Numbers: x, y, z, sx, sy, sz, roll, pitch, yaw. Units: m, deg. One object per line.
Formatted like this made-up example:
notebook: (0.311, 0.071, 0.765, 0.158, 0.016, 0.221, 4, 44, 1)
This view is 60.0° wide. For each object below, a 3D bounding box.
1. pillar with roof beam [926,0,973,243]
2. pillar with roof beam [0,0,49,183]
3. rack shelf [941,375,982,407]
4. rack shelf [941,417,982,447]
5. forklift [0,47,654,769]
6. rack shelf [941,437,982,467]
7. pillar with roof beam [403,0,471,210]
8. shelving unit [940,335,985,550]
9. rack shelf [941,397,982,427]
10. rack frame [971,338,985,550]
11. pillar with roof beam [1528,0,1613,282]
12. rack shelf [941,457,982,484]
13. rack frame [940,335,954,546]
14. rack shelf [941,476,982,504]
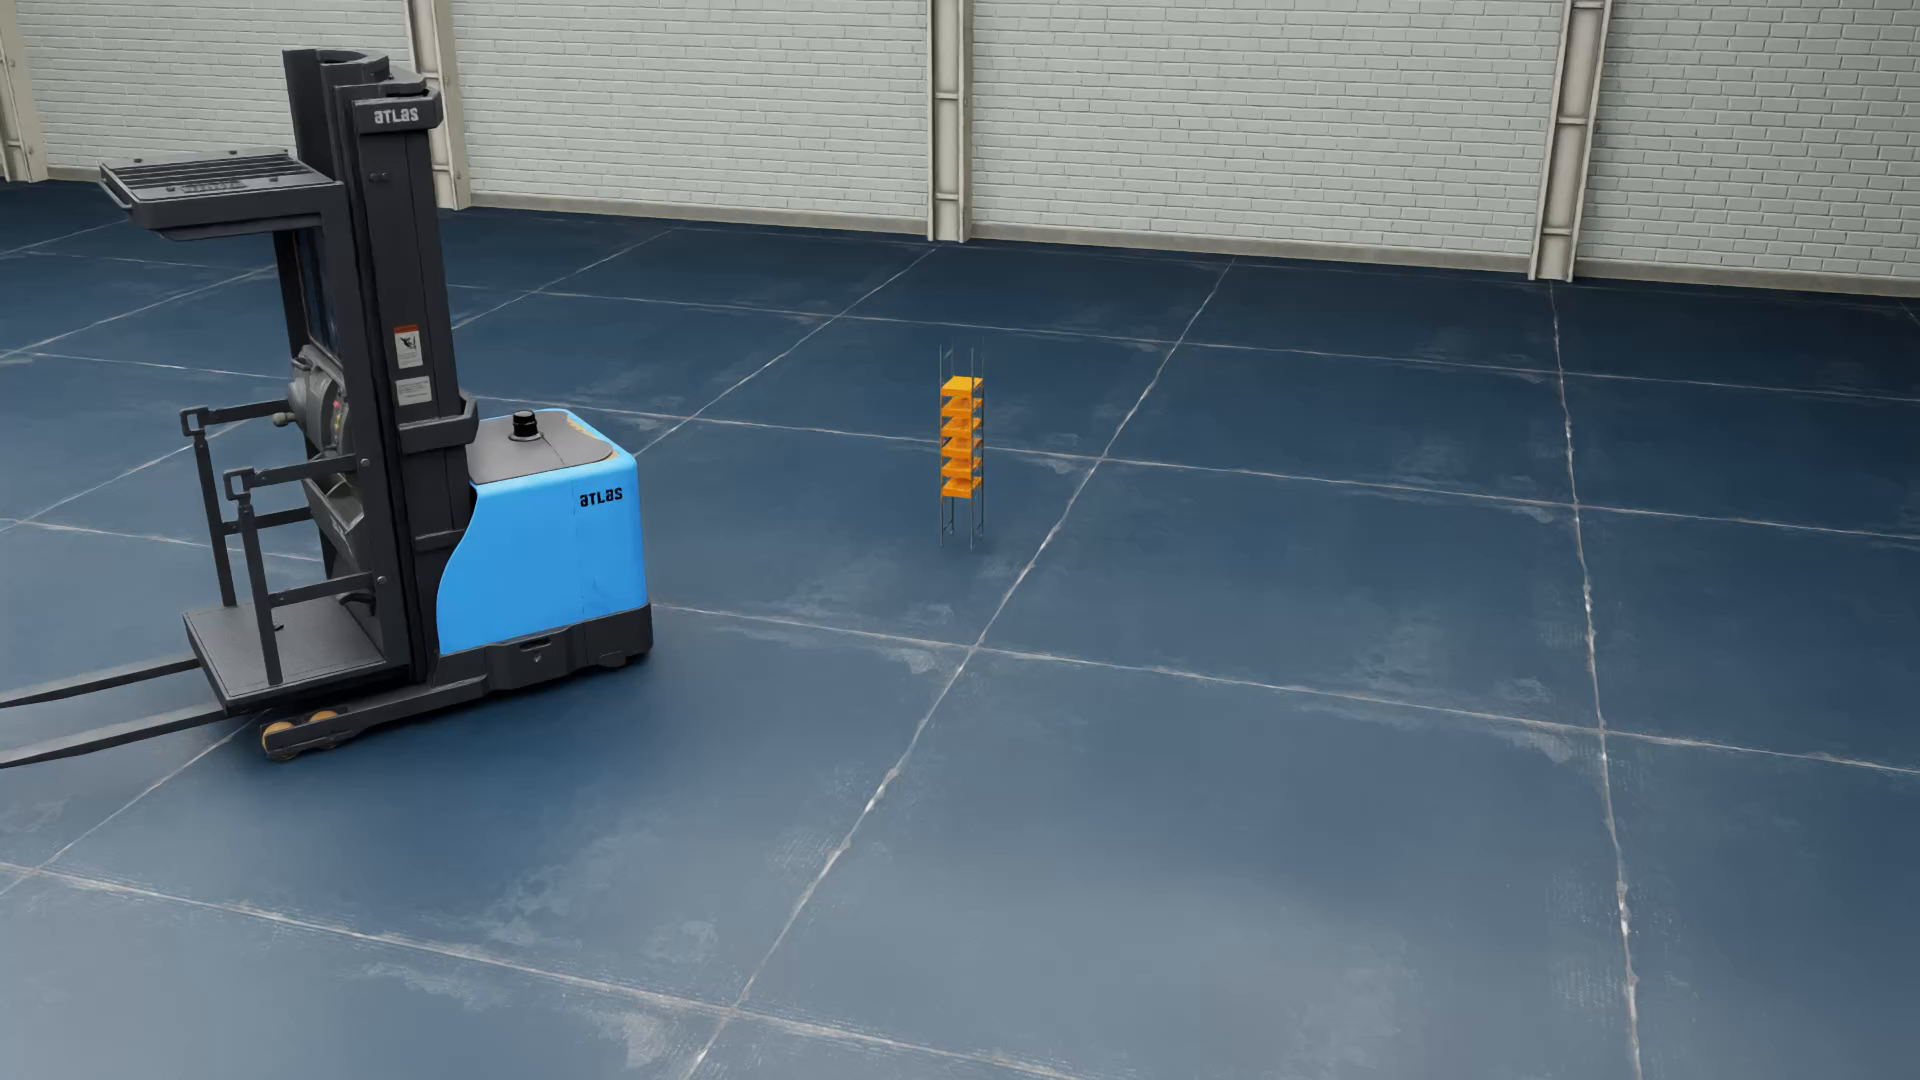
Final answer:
pillar with roof beam: (-1.350, -5.767, 11.972, 0.400, 9.000, 9.100, 7, 23, 16)
pillar with roof beam: (-12.839, -7.083, 15.179, 0.400, 9.000, 9.100, 7, 23, 16)
rack shelf: (0.014, -0.845, 9.419, 0.180, 0.103, 0.258, 7, 23, 16)
rack shelf: (0.014, -0.623, 9.510, 0.180, 0.103, 0.258, 7, 23, 16)
forklift: (-3.046, -0.606, 7.386, 3.031, 2.935, 1.130, -14, 26, -30)
rack shelf: (0.014, -0.512, 9.555, 0.180, 0.103, 0.258, 7, 23, 16)
pillar with roof beam: (-7.095, -6.425, 13.576, 0.400, 9.000, 9.100, 7, 23, 16)
shelving unit: (0.014, -0.554, 9.538, 0.189, 1.200, 0.258, 7, 23, 16)
rack shelf: (0.014, -0.734, 9.464, 0.180, 0.103, 0.258, 7, 23, 16)
rack frame: (0.101, -0.543, 9.514, 0.006, 1.200, 0.240, 7, 23, 16)
pillar with roof beam: (4.394, -5.109, 10.369, 0.400, 9.000, 9.100, 7, 23, 16)
rack shelf: (0.014, -0.401, 9.601, 0.180, 0.103, 0.258, 7, 23, 16)
rack frame: (-0.074, -0.564, 9.563, 0.006, 1.200, 0.240, 7, 23, 16)
rack shelf: (0.014, -0.290, 9.646, 0.180, 0.103, 0.258, 7, 23, 16)
